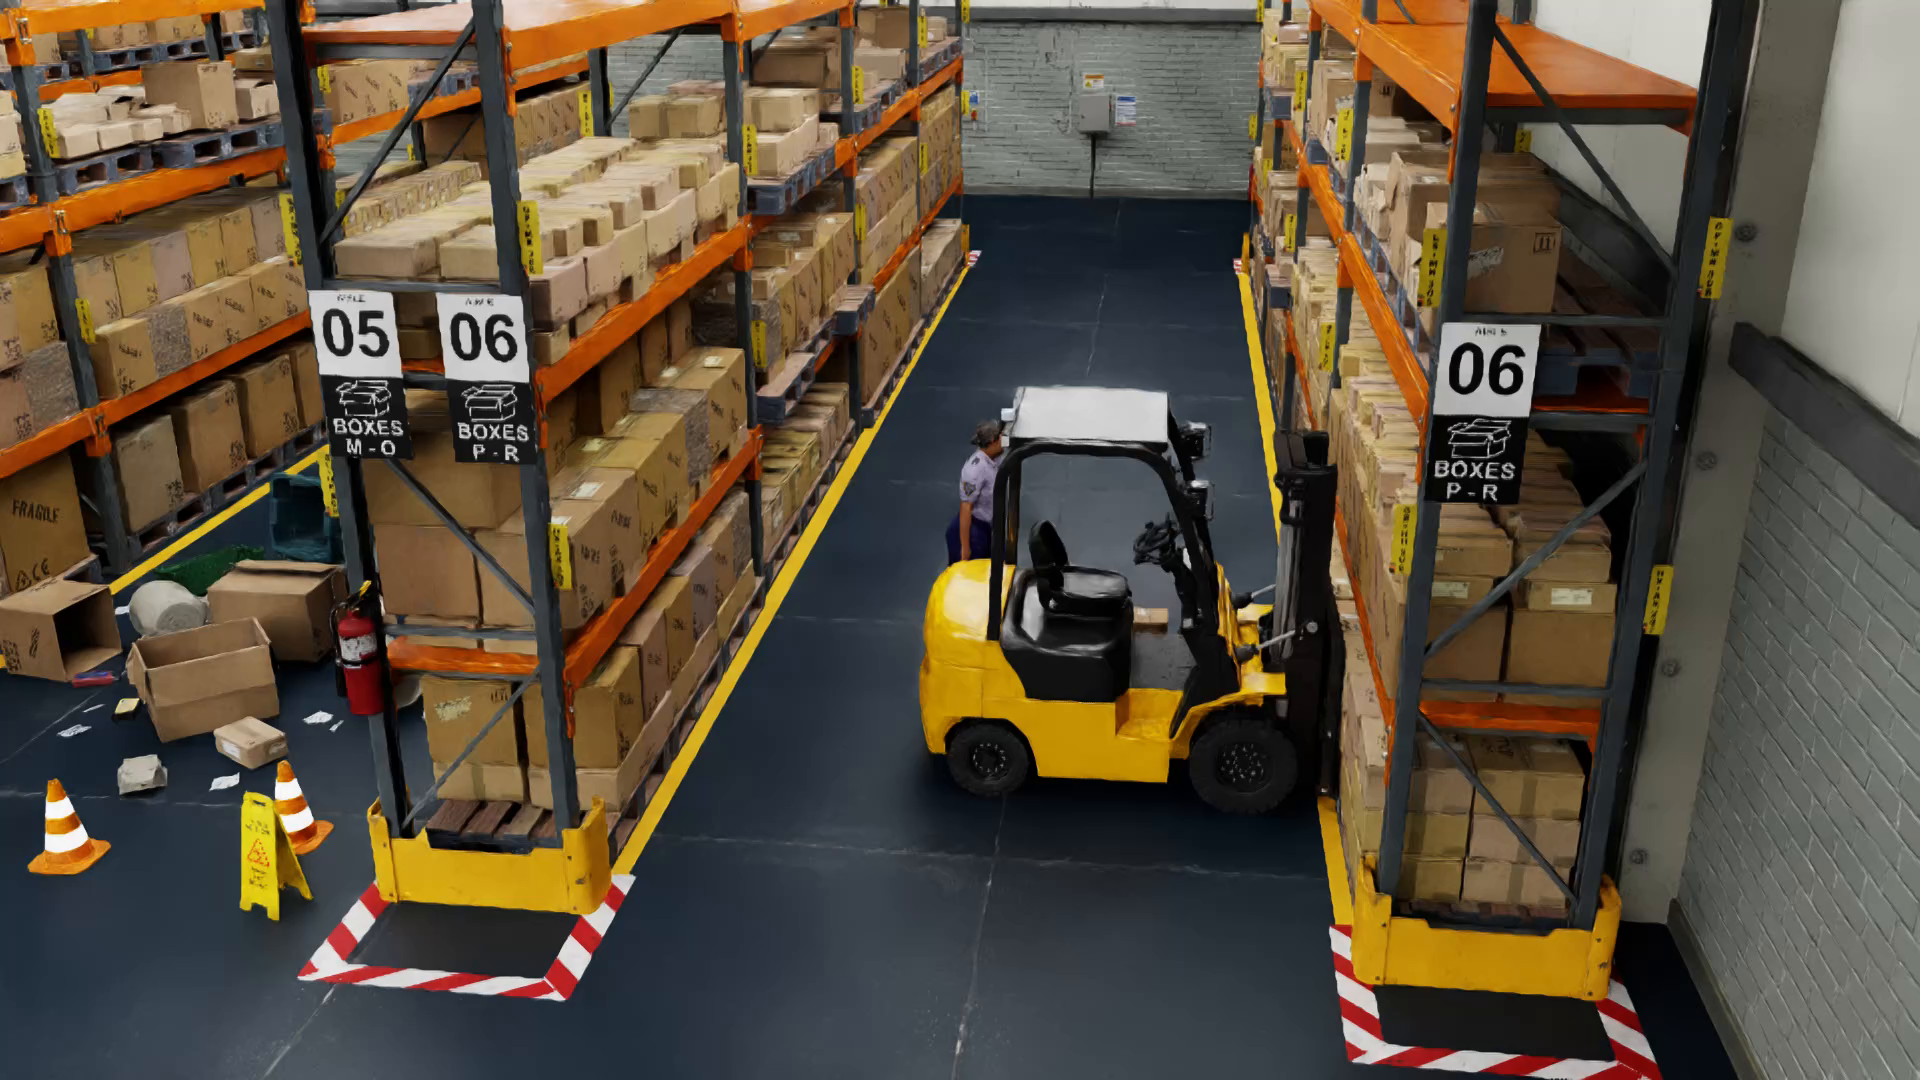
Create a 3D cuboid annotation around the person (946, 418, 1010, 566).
[{"bbox_3d":[0.130,-0.013,11.132,0.434,1.616,0.615,11,24,25],"label":"person"}]
